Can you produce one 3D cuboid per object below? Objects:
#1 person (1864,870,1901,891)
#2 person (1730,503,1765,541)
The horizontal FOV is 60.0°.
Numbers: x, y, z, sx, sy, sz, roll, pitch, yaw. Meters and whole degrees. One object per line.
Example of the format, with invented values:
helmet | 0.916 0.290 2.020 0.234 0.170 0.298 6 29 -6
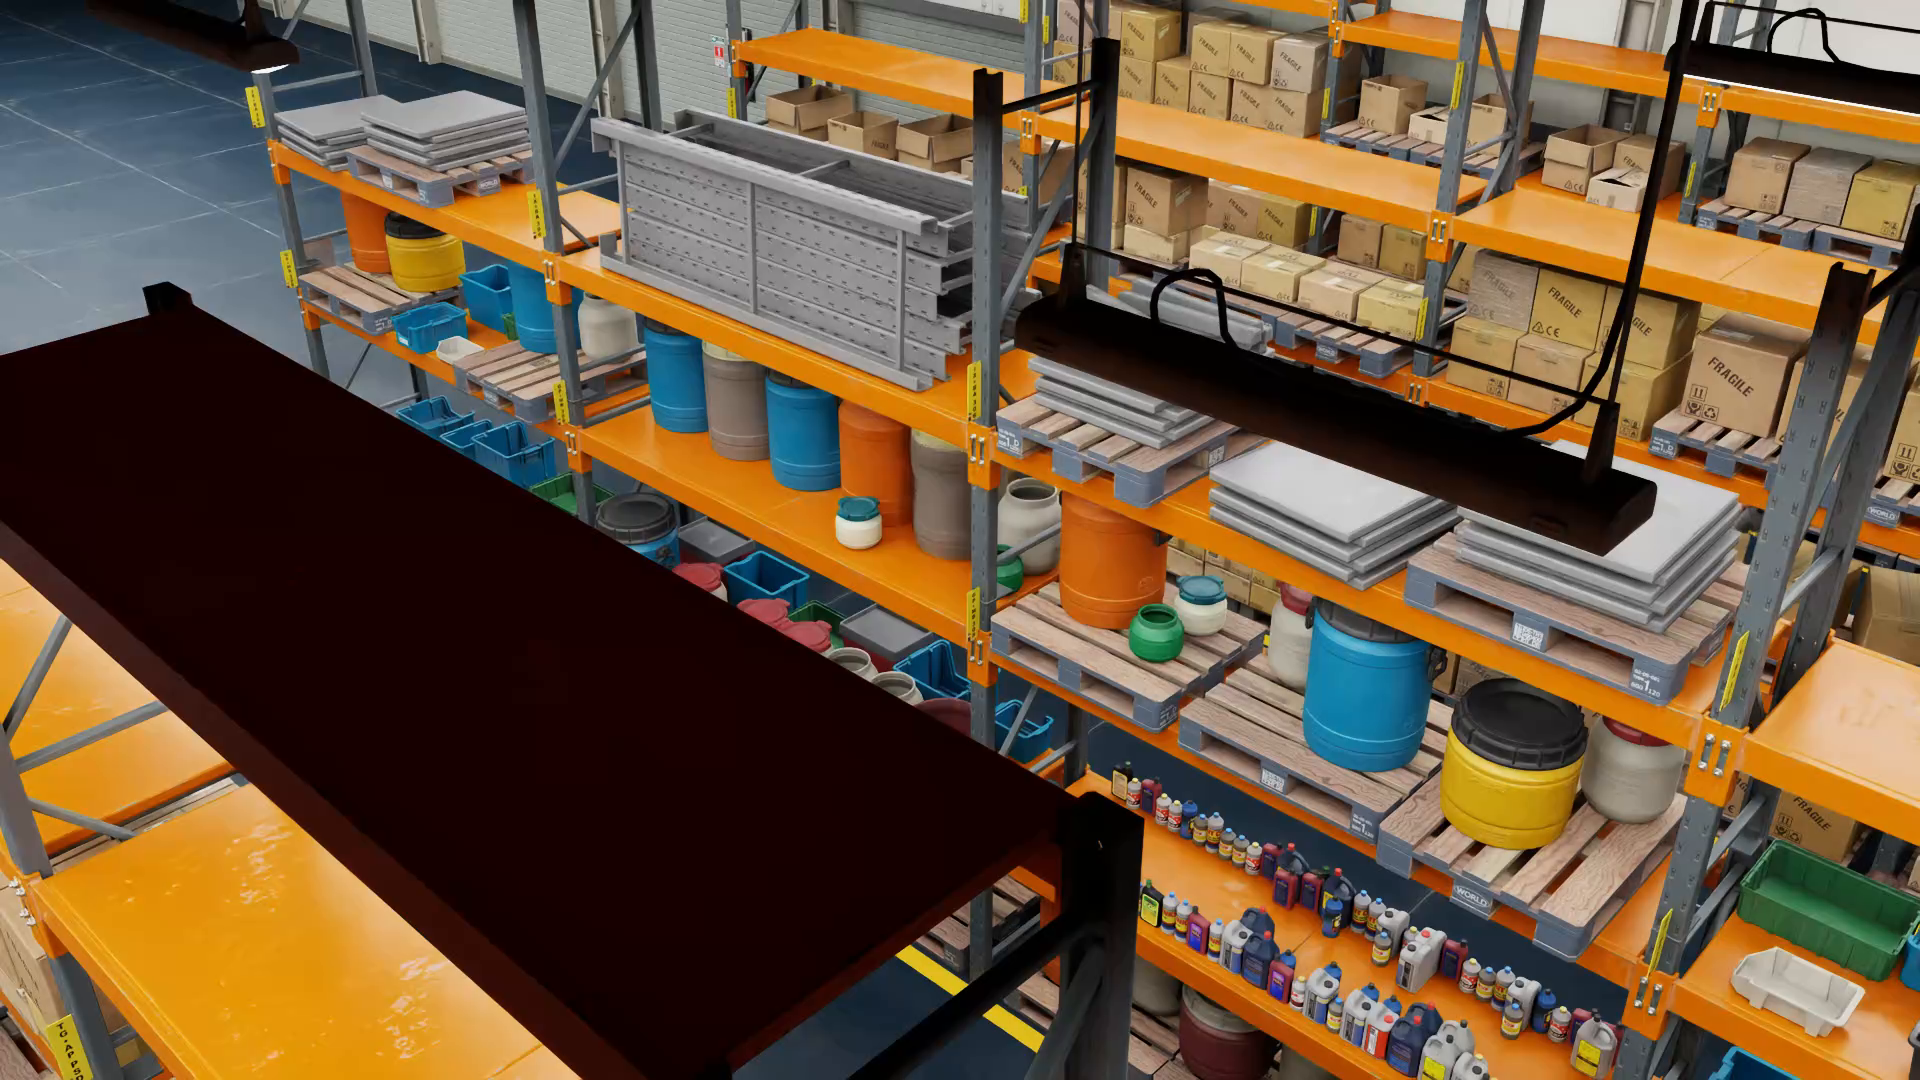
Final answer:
person | 5.168 2.621 9.884 0.485 1.669 0.469 6 30 10
person | 7.250 -0.391 15.129 1.062 1.705 0.627 18 34 29
